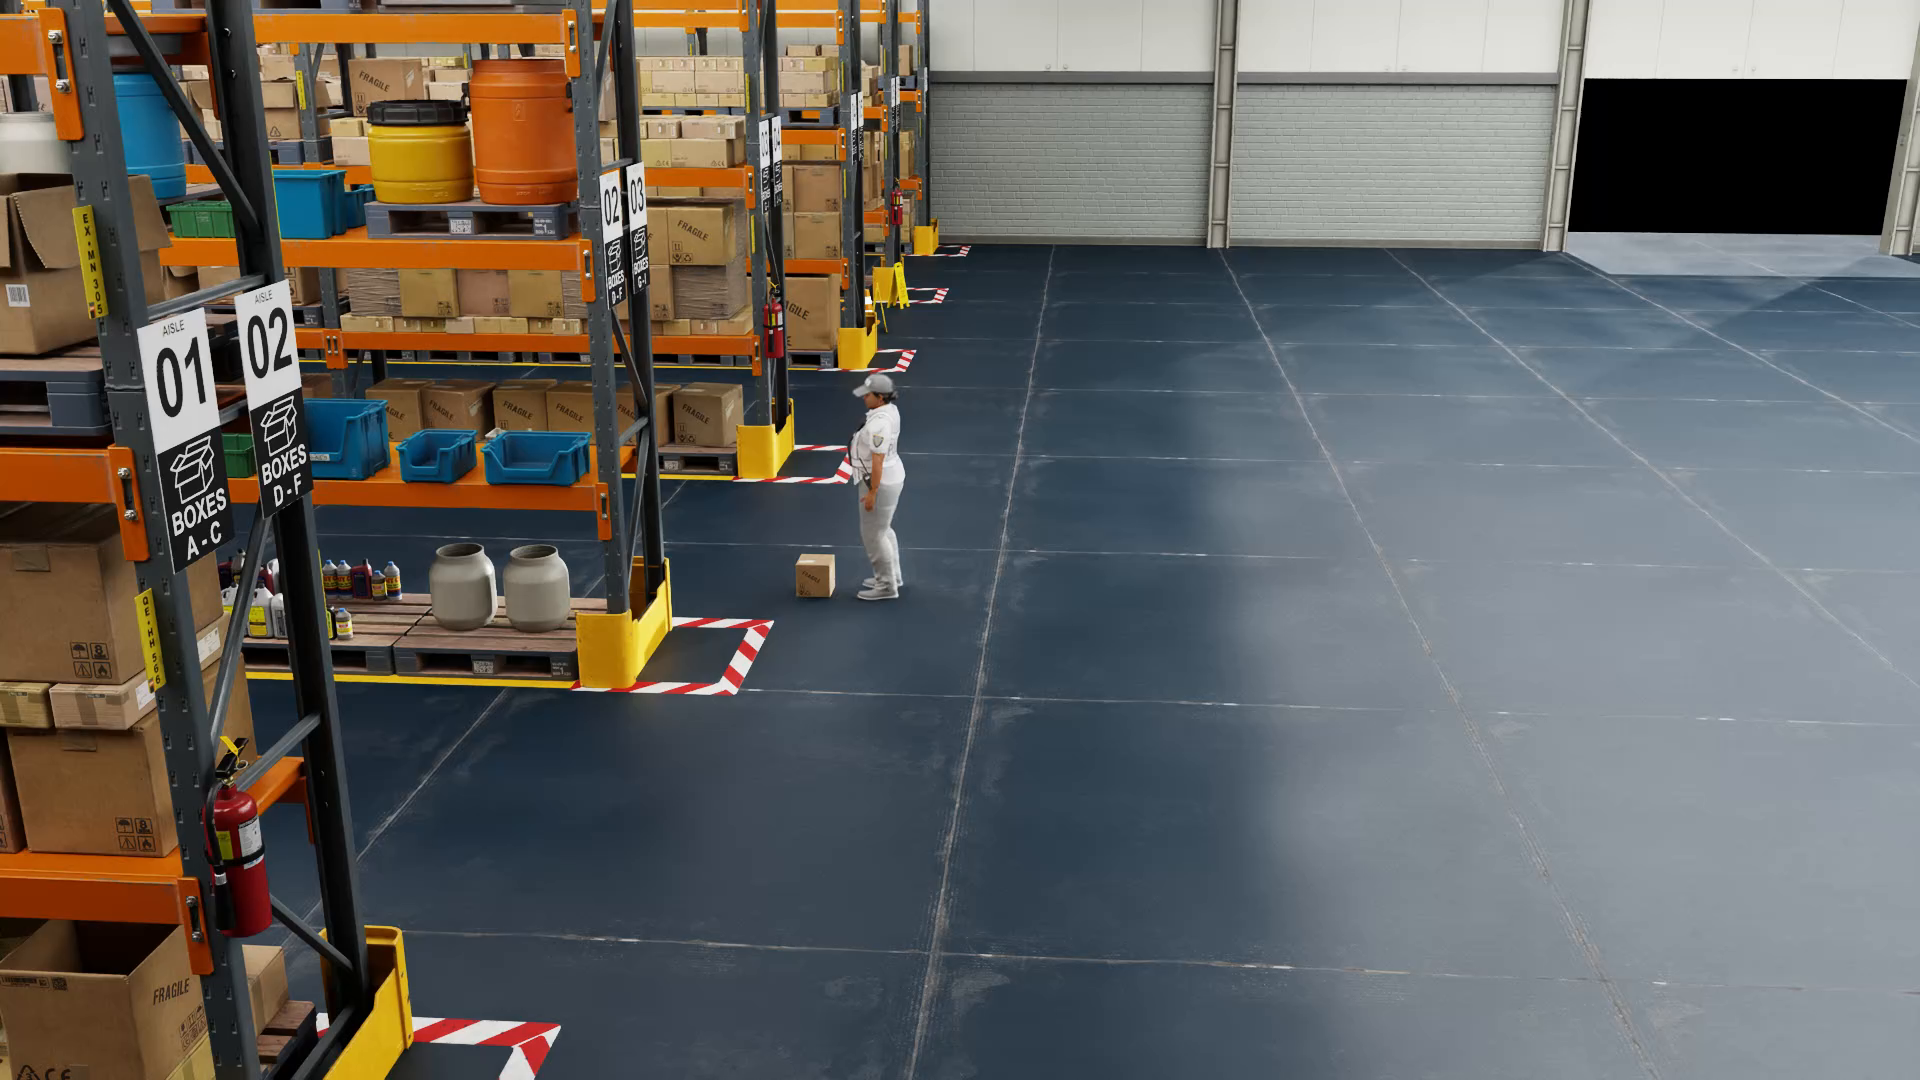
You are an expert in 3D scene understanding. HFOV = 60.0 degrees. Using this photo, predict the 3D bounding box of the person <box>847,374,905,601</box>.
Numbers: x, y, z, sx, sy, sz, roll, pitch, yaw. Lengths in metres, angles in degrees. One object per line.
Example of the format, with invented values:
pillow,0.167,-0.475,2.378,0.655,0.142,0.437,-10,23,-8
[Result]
person,-0.600,-0.389,12.086,0.391,1.659,0.468,2,18,5
